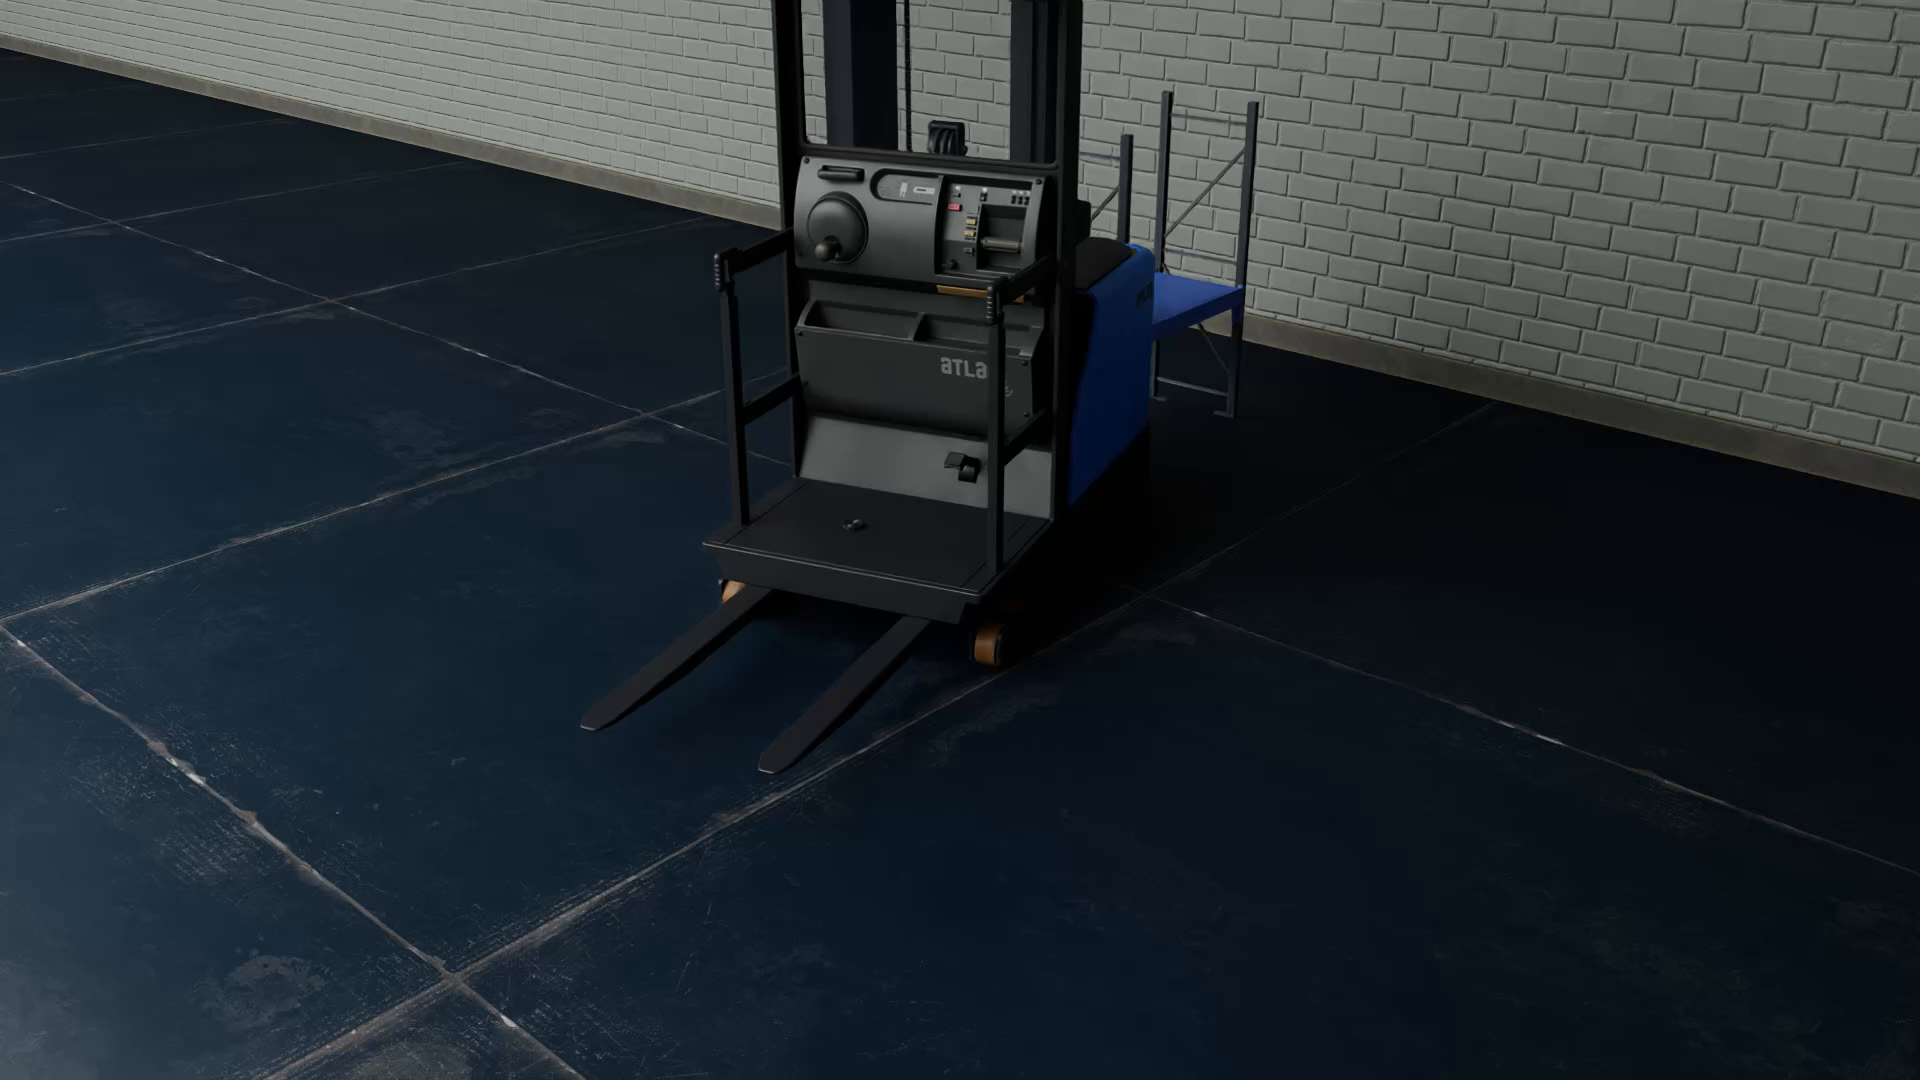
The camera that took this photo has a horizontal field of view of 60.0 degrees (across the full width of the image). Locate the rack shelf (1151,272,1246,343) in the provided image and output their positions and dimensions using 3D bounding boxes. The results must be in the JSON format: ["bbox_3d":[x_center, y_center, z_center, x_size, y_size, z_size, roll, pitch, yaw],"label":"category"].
[{"bbox_3d":[0.823,-1.019,7.630,0.538,0.185,1.000,18,30,35],"label":"rack shelf"}]

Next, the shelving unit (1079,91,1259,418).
[{"bbox_3d":[0.823,-1.184,7.557,0.538,1.500,1.048,18,30,35],"label":"shelving unit"}]

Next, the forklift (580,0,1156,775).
[{"bbox_3d":[-0.232,-1.092,5.604,1.130,2.935,3.031,10,26,21],"label":"forklift"}]

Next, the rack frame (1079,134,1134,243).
[{"bbox_3d":[0.503,-1.022,7.196,0.500,1.500,0.032,18,30,35],"label":"rack frame"}]

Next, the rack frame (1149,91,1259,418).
[{"bbox_3d":[1.143,-1.345,7.917,0.500,1.500,0.032,18,30,35],"label":"rack frame"}]
